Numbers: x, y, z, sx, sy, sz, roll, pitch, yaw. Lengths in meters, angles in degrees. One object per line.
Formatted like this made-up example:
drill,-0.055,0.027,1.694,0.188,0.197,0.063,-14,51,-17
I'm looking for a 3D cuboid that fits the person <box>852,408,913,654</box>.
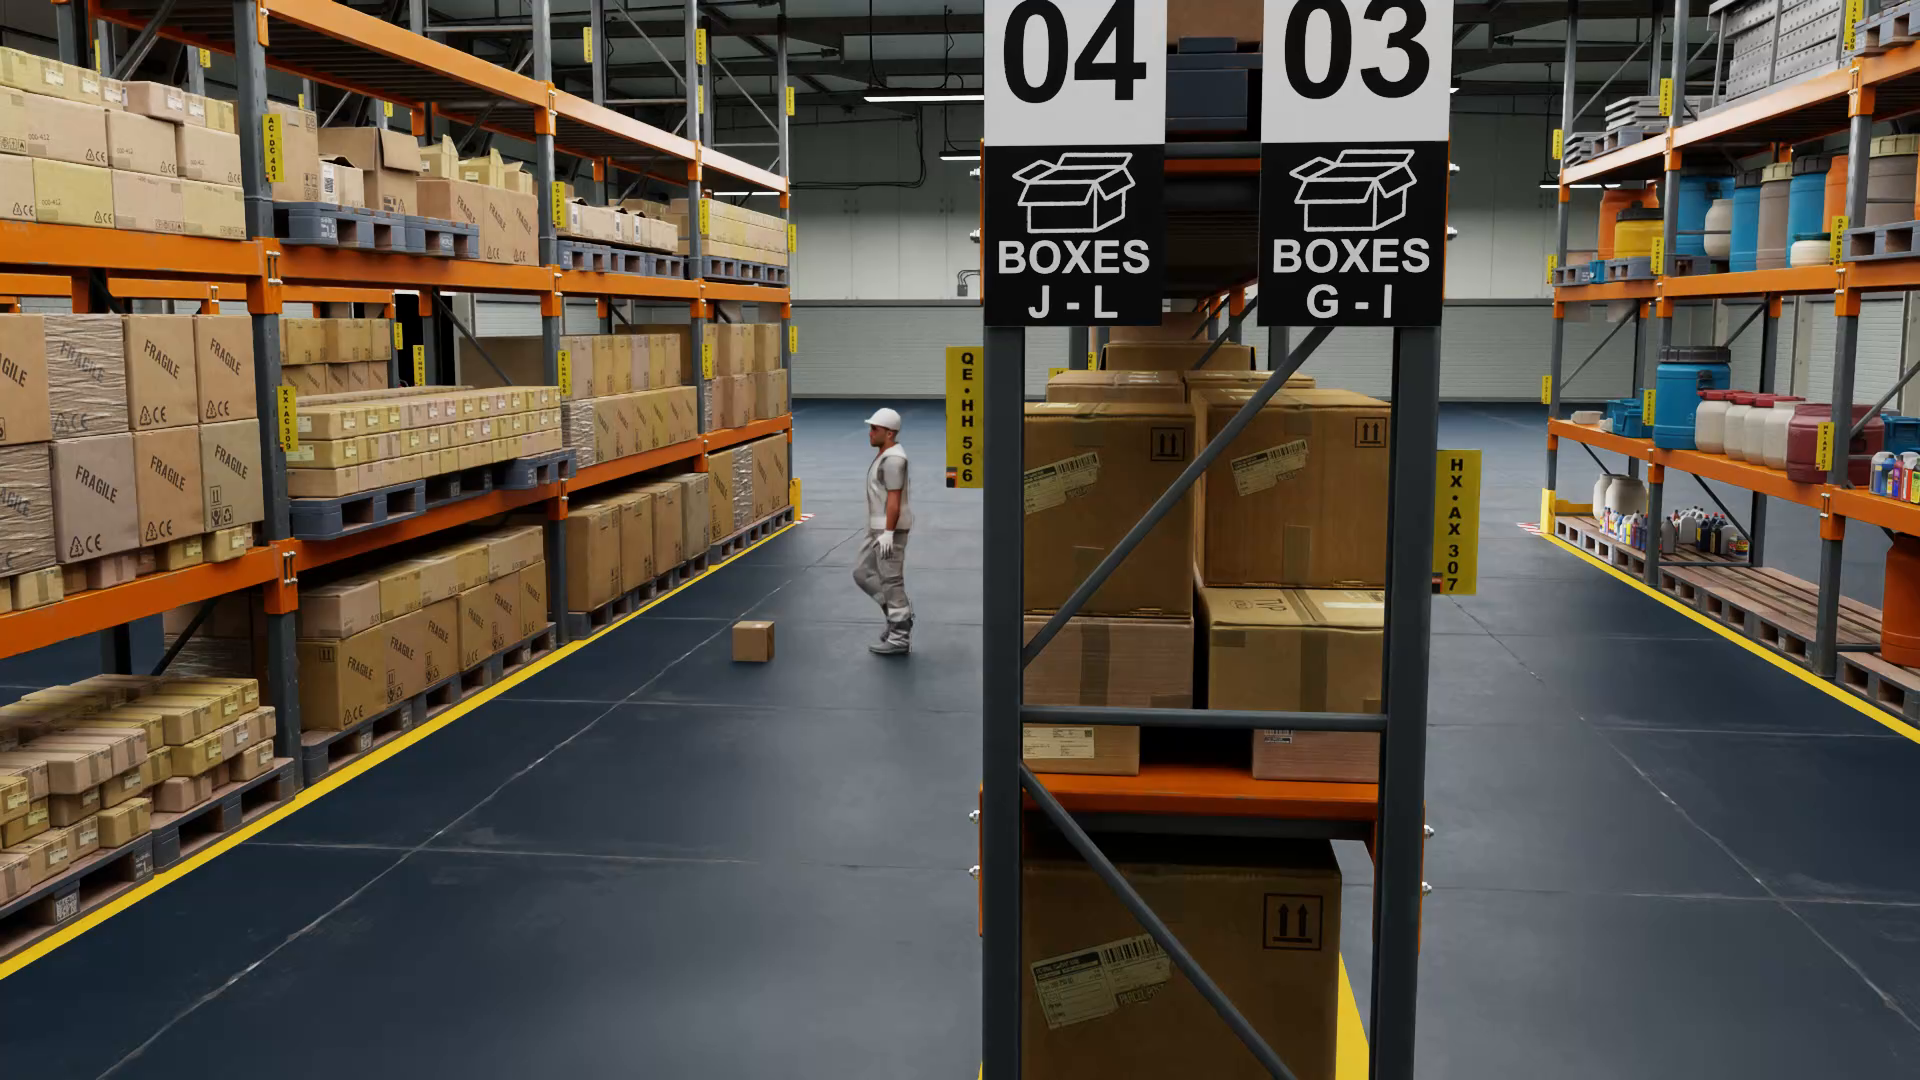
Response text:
person,-0.546,-0.062,12.077,0.450,1.788,0.570,-1,8,-9
